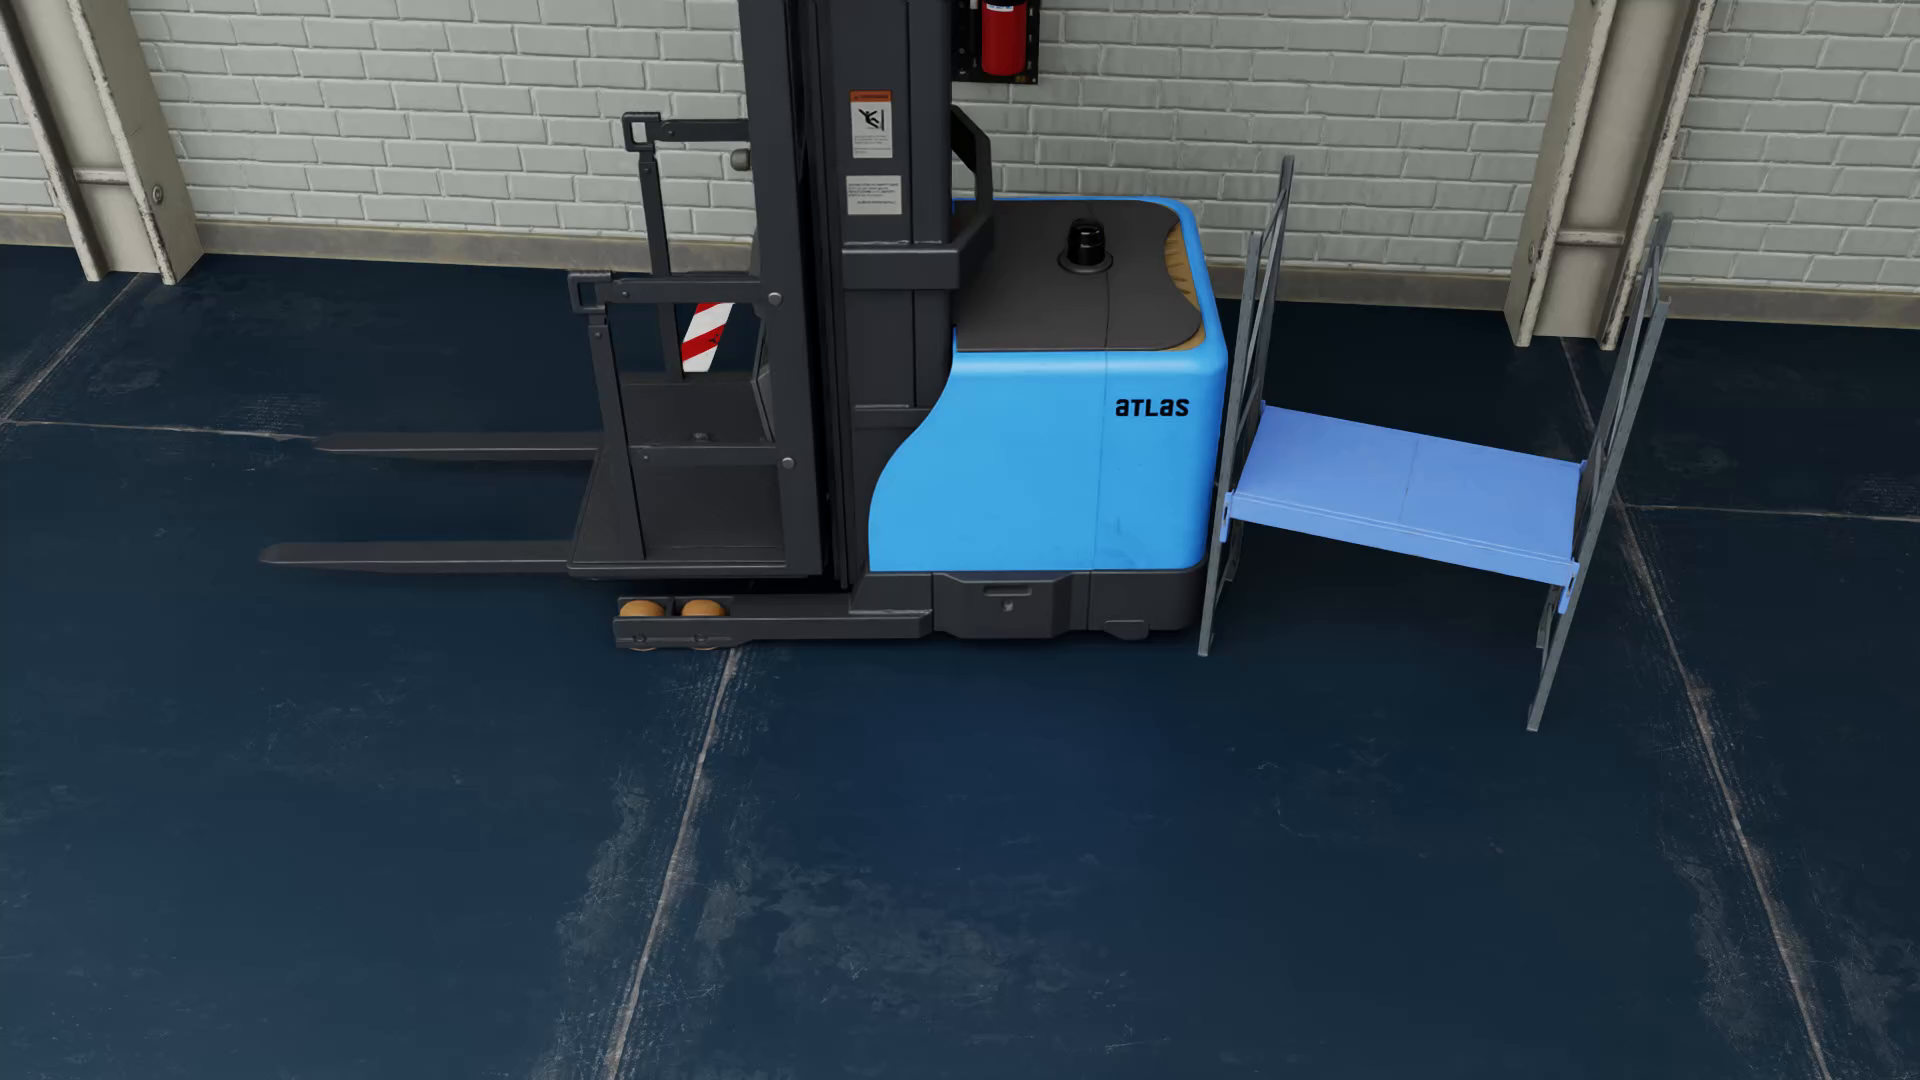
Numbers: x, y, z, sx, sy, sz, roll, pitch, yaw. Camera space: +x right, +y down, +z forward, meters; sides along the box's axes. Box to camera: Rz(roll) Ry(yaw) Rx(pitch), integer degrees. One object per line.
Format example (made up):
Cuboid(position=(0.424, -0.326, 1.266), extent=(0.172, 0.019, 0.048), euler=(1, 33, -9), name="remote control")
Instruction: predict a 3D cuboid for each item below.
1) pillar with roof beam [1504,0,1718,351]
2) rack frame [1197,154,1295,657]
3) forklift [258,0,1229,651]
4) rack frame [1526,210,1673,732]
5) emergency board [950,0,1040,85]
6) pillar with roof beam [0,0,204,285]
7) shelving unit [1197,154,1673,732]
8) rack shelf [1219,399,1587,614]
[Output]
Cuboid(position=(2.080, -1.652, 0.651), extent=(0.400, 9.000, 9.100), euler=(3, 39, 4), name="pillar with roof beam")
Cuboid(position=(0.853, -0.361, 5.005), extent=(0.032, 1.500, 0.500), euler=(12, 41, 15), name="rack frame")
Cuboid(position=(-0.736, -1.119, 4.802), extent=(3.031, 2.935, 1.130), euler=(0, 39, 0), name="forklift")
Cuboid(position=(1.814, -0.151, 4.748), extent=(0.032, 1.500, 0.500), euler=(12, 41, 15), name="rack frame")
Cuboid(position=(-0.008, -2.191, 6.066), extent=(0.643, 1.169, 0.194), euler=(3, 39, 4), name="emergency board")
Cuboid(position=(-3.898, -1.979, 1.052), extent=(0.400, 9.000, 9.100), euler=(3, 39, 4), name="pillar with roof beam")
Cuboid(position=(1.334, -0.256, 4.876), extent=(1.048, 1.500, 0.538), euler=(12, 41, 15), name="shelving unit")
Cuboid(position=(1.334, -0.116, 4.990), extent=(1.000, 0.185, 0.538), euler=(12, 41, 15), name="rack shelf")
